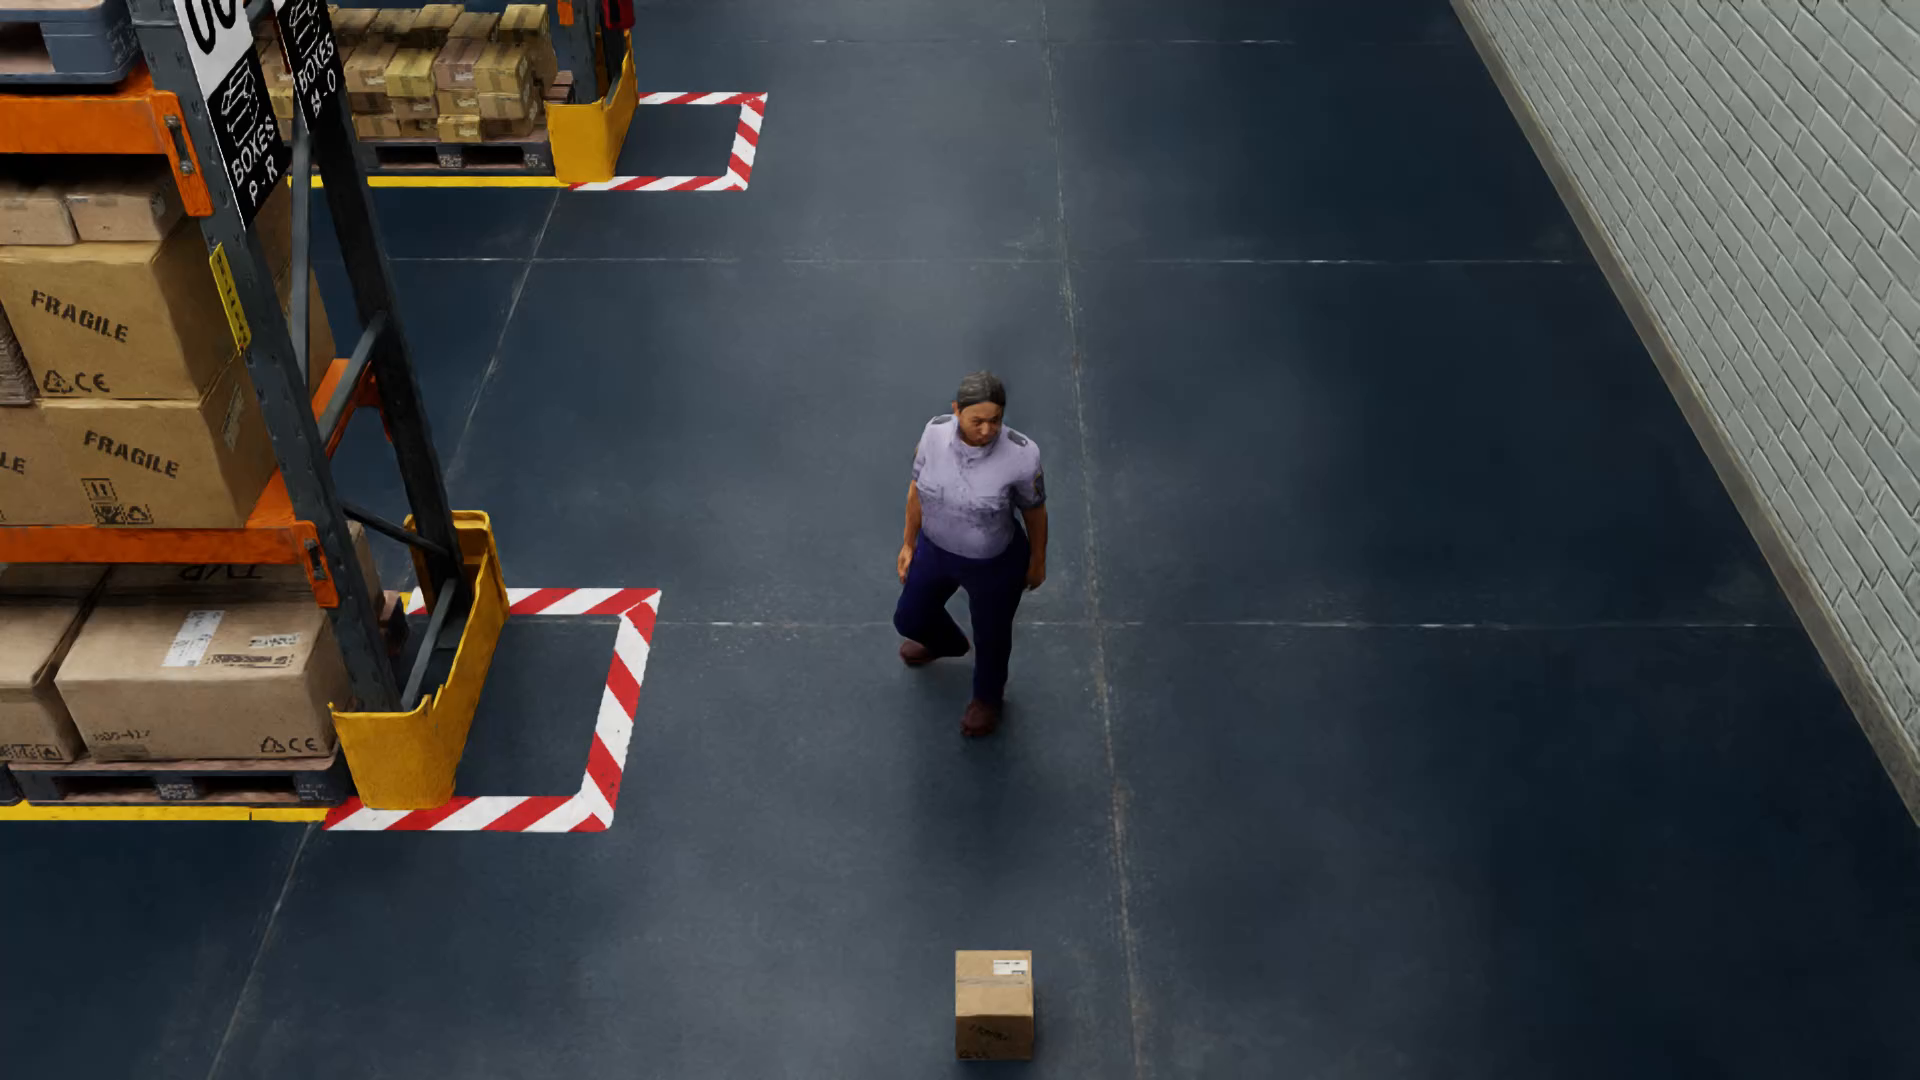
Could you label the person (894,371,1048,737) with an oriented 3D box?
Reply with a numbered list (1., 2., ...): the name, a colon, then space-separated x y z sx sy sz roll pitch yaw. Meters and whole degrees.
1. person: 0.003 0.021 6.121 0.667 1.637 0.457 18 43 20
